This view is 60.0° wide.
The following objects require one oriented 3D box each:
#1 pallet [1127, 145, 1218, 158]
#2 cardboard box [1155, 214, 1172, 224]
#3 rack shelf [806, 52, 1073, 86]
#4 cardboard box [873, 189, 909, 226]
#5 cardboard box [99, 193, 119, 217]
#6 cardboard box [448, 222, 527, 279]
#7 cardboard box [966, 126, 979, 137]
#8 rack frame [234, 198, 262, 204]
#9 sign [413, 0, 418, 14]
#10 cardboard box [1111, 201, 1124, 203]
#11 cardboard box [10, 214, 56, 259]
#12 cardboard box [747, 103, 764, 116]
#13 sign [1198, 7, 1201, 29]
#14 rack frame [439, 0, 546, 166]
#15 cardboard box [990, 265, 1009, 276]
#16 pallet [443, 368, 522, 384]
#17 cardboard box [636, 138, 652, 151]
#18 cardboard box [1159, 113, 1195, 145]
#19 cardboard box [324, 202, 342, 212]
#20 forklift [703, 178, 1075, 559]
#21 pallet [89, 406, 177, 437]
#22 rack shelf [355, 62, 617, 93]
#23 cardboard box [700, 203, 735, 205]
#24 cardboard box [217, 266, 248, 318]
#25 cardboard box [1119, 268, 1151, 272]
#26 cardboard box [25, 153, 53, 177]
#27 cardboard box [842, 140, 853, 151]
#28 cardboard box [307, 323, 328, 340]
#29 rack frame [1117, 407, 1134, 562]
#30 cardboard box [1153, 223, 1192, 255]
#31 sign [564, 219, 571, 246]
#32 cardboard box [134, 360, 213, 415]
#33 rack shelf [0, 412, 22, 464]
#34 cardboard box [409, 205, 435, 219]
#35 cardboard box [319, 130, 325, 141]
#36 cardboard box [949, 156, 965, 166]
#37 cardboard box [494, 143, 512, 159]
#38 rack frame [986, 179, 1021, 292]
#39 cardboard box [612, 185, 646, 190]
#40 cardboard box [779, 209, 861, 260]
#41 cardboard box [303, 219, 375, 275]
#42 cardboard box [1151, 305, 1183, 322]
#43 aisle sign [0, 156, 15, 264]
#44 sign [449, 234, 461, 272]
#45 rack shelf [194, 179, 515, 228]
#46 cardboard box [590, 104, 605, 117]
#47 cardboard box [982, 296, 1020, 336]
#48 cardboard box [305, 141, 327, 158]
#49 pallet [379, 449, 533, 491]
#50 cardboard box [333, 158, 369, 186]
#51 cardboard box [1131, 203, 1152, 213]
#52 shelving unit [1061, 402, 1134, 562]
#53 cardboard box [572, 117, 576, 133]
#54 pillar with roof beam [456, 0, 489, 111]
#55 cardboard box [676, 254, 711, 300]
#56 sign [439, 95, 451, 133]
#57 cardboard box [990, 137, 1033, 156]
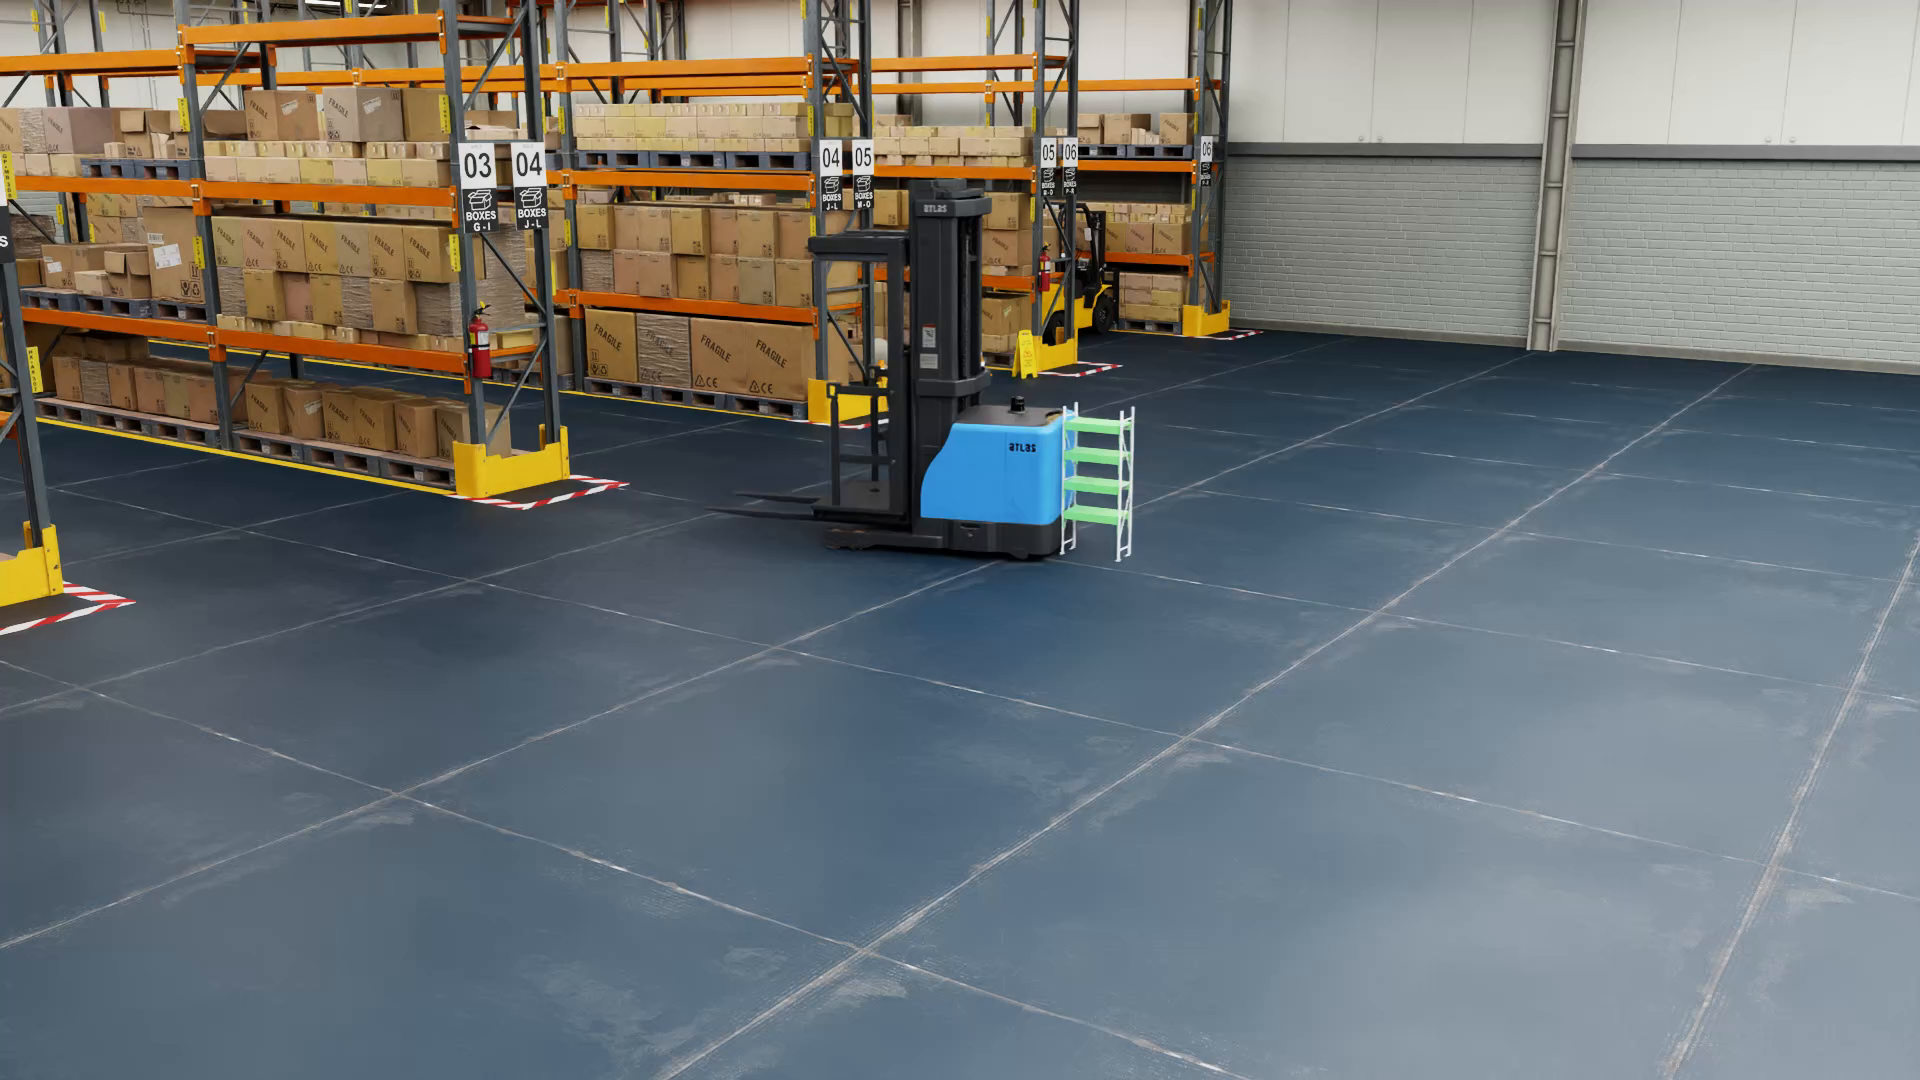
[{"bbox_3d":[3.524,-6.445,27.557,1.213,0.211,1.003,9,17,33],"label":"pallet"},{"bbox_3d":[3.423,-5.314,27.490,0.250,0.149,0.380,9,17,34],"label":"cardboard box"},{"bbox_3d":[-0.331,-6.771,23.952,4.000,0.370,1.077,9,17,33],"label":"rack shelf"},{"bbox_3d":[-0.933,-4.908,24.501,0.500,0.500,0.700,9,16,32],"label":"cardboard box"},{"bbox_3d":[-13.561,-5.511,26.936,0.500,0.500,0.500,9,16,32],"label":"cardboard box"},{"bbox_3d":[-4.506,-2.772,15.870,0.500,0.500,0.500,9,17,33],"label":"cardboard box"},{"bbox_3d":[0.287,-5.766,23.495,0.250,0.149,0.380,9,17,33],"label":"cardboard box"},{"bbox_3d":[-11.307,-4.550,25.962,0.127,3.000,1.000,9,17,33],"label":"rack frame"},{"bbox_3d":[-7.682,-7.567,23.392,0.005,0.325,0.100,9,17,33],"label":"sign"},{"bbox_3d":[2.669,-5.740,28.592,0.250,0.149,0.380,9,17,33],"label":"cardboard box"},{"bbox_3d":[-11.438,-3.675,20.131,0.637,0.503,0.797,10,17,35],"label":"cardboard box"},{"bbox_3d":[-2.238,-4.960,19.157,0.250,0.149,0.380,10,17,34],"label":"cardboard box"},{"bbox_3d":[3.781,-8.229,26.231,0.005,0.325,0.100,9,17,33],"label":"sign"},{"bbox_3d":[-4.202,-4.878,14.800,0.127,3.000,1.000,9,17,33],"label":"rack frame"},{"bbox_3d":[0.627,-3.839,23.611,0.250,0.149,0.380,9,16,32],"label":"cardboard box"},{"bbox_3d":[-6.368,-2.376,22.981,1.213,0.211,1.003,9,17,33],"label":"pallet"},{"bbox_3d":[-3.711,-4.811,20.215,0.250,0.149,0.380,9,16,32],"label":"cardboard box"},{"bbox_3d":[3.592,-6.699,27.111,0.500,0.500,0.500,10,17,35],"label":"cardboard box"},{"bbox_3d":[-11.708,-6.500,31.549,0.500,0.500,0.500,9,16,32],"label":"cardboard box"},{"bbox_3d":[-0.611,-1.451,13.586,3.031,2.935,1.130,4,14,15],"label":"forklift"},{"bbox_3d":[-9.185,-1.416,19.104,1.213,0.211,1.003,9,17,33],"label":"pallet"},{"bbox_3d":[-6.329,-6.114,22.125,4.000,0.370,1.077,9,17,33],"label":"rack shelf"},{"bbox_3d":[-3.774,-5.098,26.472,0.500,0.500,0.500,8,16,31],"label":"cardboard box"},{"bbox_3d":[-7.182,-2.622,17.346,0.500,0.500,0.875,9,17,33],"label":"cardboard box"},{"bbox_3d":[2.977,-4.524,28.623,0.500,0.250,0.500,9,17,32],"label":"cardboard box"},{"bbox_3d":[-10.167,-4.239,18.774,0.500,0.250,0.500,10,17,34],"label":"cardboard box"},{"bbox_3d":[-1.456,-4.637,19.512,0.250,0.149,0.380,9,17,33],"label":"cardboard box"},{"bbox_3d":[-6.259,-2.093,16.557,0.250,0.149,0.380,9,17,33],"label":"cardboard box"},{"bbox_3d":[1.304,-0.437,13.091,0.015,1.200,0.240,7,16,28],"label":"rack frame"},{"bbox_3d":[3.541,-4.994,27.546,0.500,0.500,0.500,9,16,32],"label":"cardboard box"},{"bbox_3d":[-4.964,-3.891,21.056,0.005,0.325,0.100,9,17,33],"label":"sign"},{"bbox_3d":[-8.868,-1.731,18.861,0.500,0.500,0.700,8,16,28],"label":"cardboard box"},{"bbox_3d":[-8.626,-0.897,12.701,4.000,0.370,1.077,9,17,33],"label":"rack shelf"},{"bbox_3d":[-7.201,-4.418,23.139,0.500,0.500,0.700,9,16,32],"label":"cardboard box"},{"bbox_3d":[-9.026,-5.609,23.788,0.500,0.500,0.500,9,17,33],"label":"cardboard box"},{"bbox_3d":[0.044,-5.408,23.708,0.250,0.149,0.380,9,17,32],"label":"cardboard box"},{"bbox_3d":[-4.302,-3.625,15.466,0.250,0.149,0.380,9,17,32],"label":"cardboard box"},{"bbox_3d":[0.777,-5.468,29.670,0.127,3.000,1.000,9,17,33],"label":"rack frame"},{"bbox_3d":[-6.949,-7.229,34.917,0.500,0.500,0.500,9,16,31],"label":"cardboard box"},{"bbox_3d":[-1.636,-3.595,19.545,0.550,0.550,0.875,9,17,33],"label":"cardboard box"},{"bbox_3d":[-6.038,-2.870,16.268,0.500,0.500,0.500,9,17,33],"label":"cardboard box"},{"bbox_3d":[3.530,-3.801,27.783,0.500,0.250,0.500,9,17,33],"label":"cardboard box"},{"bbox_3d":[-6.743,-2.289,11.416,0.004,0.787,0.394,9,17,33],"label":"aisle sign"},{"bbox_3d":[-4.529,-2.573,14.907,0.005,0.325,0.100,9,17,33],"label":"sign"},{"bbox_3d":[-5.862,-3.341,16.330,4.000,0.370,1.077,9,17,33],"label":"rack shelf"},{"bbox_3d":[-4.344,-5.300,20.531,0.250,0.149,0.380,9,17,32],"label":"cardboard box"},{"bbox_3d":[0.518,-3.230,23.917,0.500,0.500,0.500,9,17,33],"label":"cardboard box"},{"bbox_3d":[-6.088,-3.779,16.085,0.250,0.149,0.380,10,17,34],"label":"cardboard box"},{"bbox_3d":[-4.920,-0.738,16.366,1.213,0.211,1.003,9,17,33],"label":"pallet"},{"bbox_3d":[-5.580,-3.500,15.787,0.500,0.250,0.500,10,17,34],"label":"cardboard box"},{"bbox_3d":[3.062,-5.550,27.825,0.250,0.149,0.380,9,17,33],"label":"cardboard box"},{"bbox_3d":[1.090,-0.465,13.204,0.503,1.200,0.258,7,16,28],"label":"shelving unit"},{"bbox_3d":[-6.237,-6.818,27.797,0.500,0.500,0.700,8,16,30],"label":"cardboard box"},{"bbox_3d":[-13.317,-9.672,34.169,0.548,9.000,9.100,9,17,33],"label":"pillar with roof beam"},{"bbox_3d":[-3.009,-3.287,20.546,0.500,0.550,0.875,9,17,33],"label":"cardboard box"},{"bbox_3d":[-4.529,-3.743,14.618,0.005,0.325,0.100,9,17,33],"label":"sign"},{"bbox_3d":[0.754,-5.484,23.185,0.500,0.250,0.500,9,16,32],"label":"cardboard box"}]
